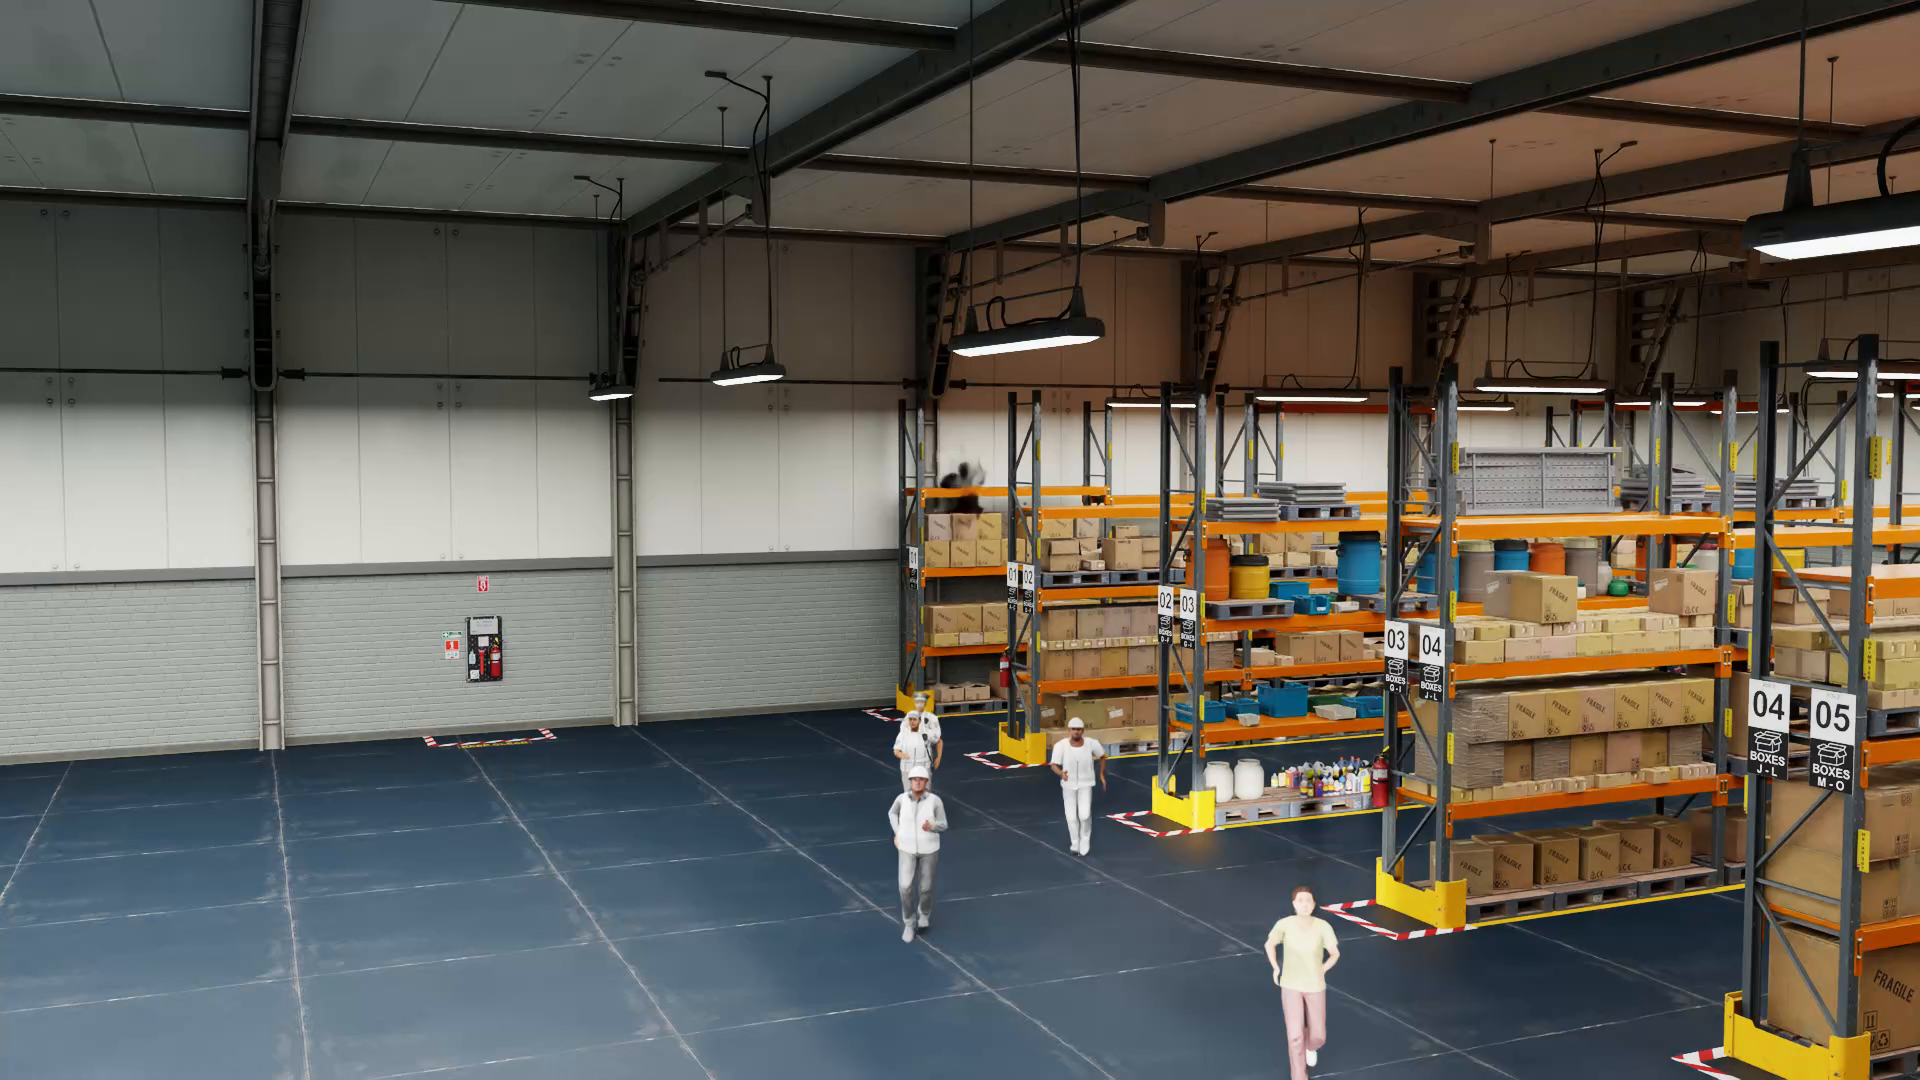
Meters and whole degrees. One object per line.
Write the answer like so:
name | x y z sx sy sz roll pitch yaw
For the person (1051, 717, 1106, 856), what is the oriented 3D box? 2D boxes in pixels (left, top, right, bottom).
person | 1.470 3.071 20.709 0.674 1.736 0.756 0 3 8

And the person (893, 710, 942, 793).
person | -0.566 3.076 21.812 0.607 1.703 0.816 0 3 8

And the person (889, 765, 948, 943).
person | -0.442 3.268 17.358 0.637 1.824 0.715 0 3 1

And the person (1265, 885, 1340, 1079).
person | 2.733 3.566 13.295 0.585 1.628 0.752 1 3 10

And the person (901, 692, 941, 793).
person | -0.598 2.957 23.027 0.501 1.730 0.848 0 3 4
